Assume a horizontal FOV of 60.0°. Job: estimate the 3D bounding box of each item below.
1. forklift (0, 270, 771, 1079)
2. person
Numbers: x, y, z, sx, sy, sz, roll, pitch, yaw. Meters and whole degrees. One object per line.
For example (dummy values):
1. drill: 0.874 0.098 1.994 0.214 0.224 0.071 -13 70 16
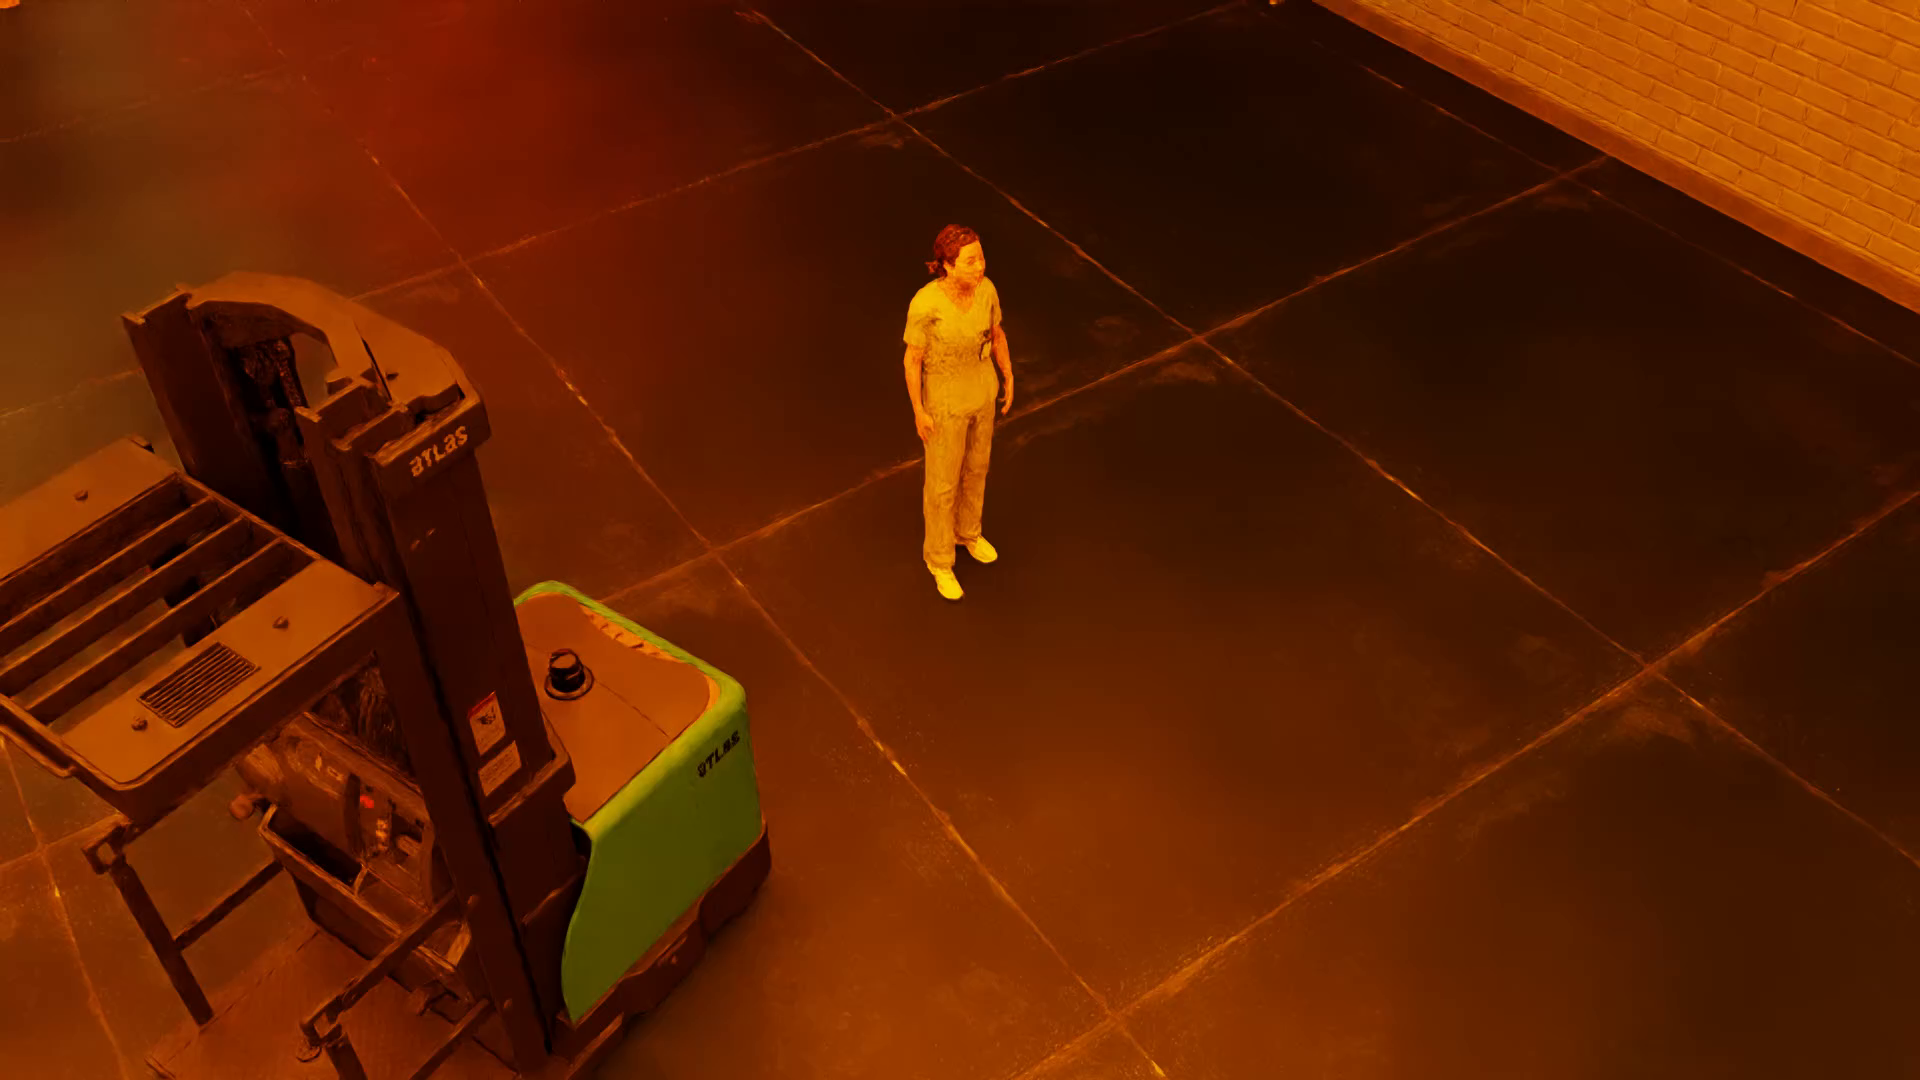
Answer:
1. forklift: -1.988 0.842 4.802 1.130 2.935 3.031 26 48 25
2. person: 0.031 -0.575 7.256 0.550 1.674 0.548 -25 48 -25
